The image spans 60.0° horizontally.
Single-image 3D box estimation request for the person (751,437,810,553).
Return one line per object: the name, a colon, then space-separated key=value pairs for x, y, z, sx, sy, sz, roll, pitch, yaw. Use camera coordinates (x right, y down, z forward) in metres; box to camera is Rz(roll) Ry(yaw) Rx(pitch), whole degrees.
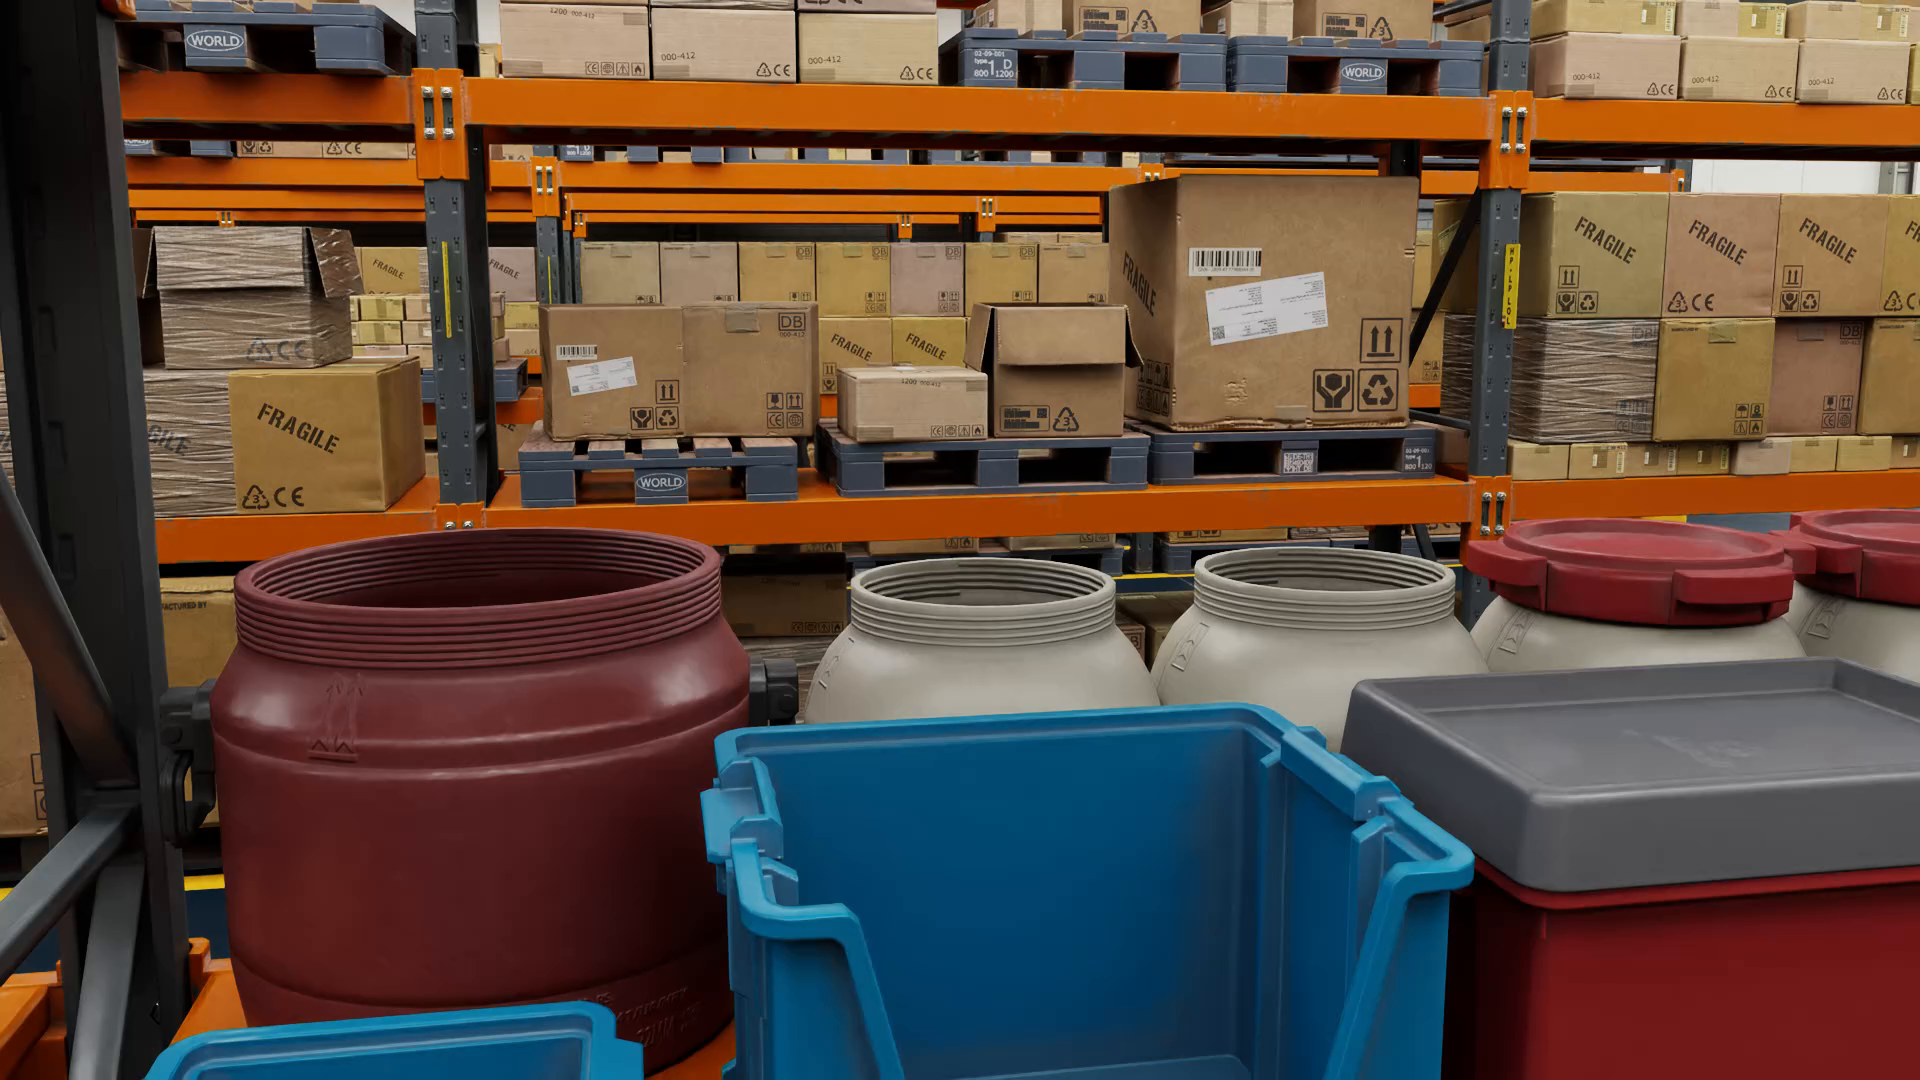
person: x=-1.021 y=-0.107 z=8.517 sx=0.561 sy=1.719 sz=0.572 roll=0 pitch=10 yaw=1
